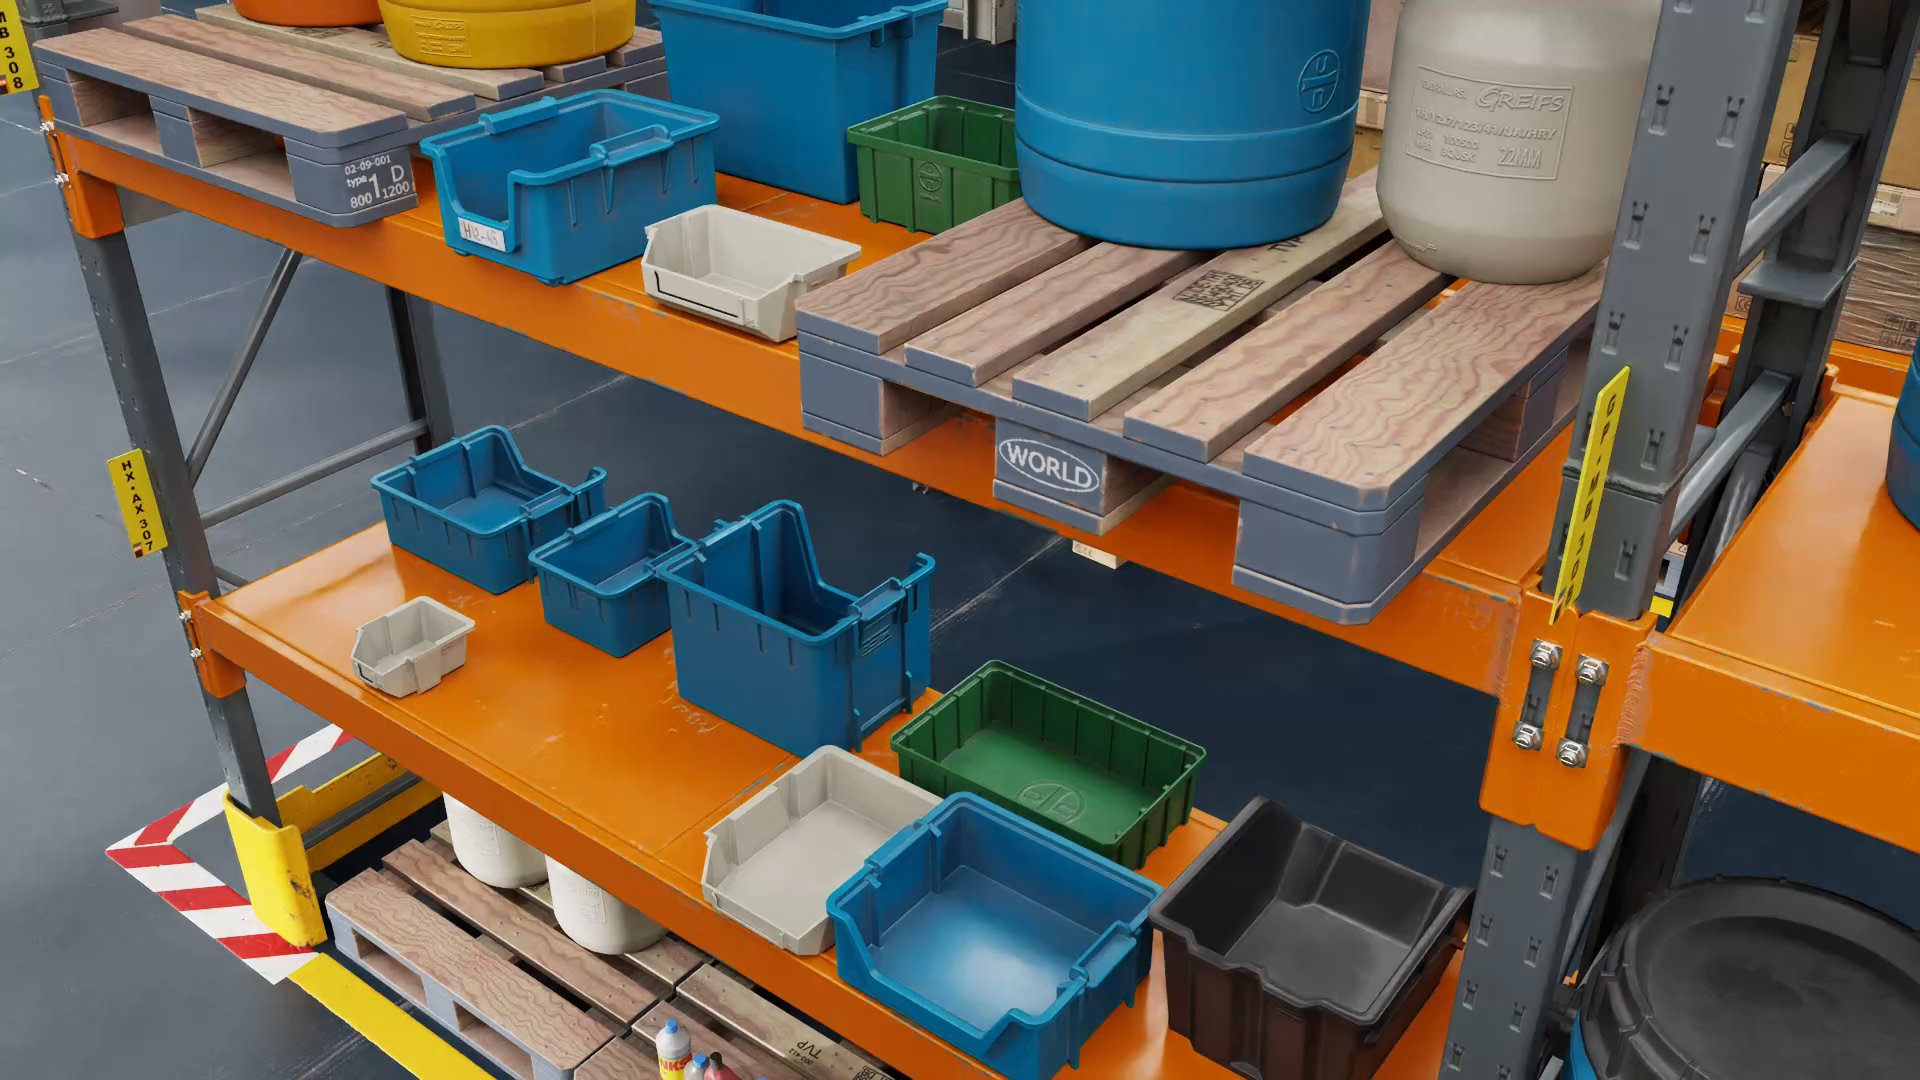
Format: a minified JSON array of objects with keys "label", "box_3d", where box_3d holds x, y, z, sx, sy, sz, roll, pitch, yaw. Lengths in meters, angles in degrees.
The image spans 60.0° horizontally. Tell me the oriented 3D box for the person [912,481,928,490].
[{"label":"person","box_3d":[-0.110,-1.079,7.946,0.630,1.808,0.485,-18,35,-27]}]
